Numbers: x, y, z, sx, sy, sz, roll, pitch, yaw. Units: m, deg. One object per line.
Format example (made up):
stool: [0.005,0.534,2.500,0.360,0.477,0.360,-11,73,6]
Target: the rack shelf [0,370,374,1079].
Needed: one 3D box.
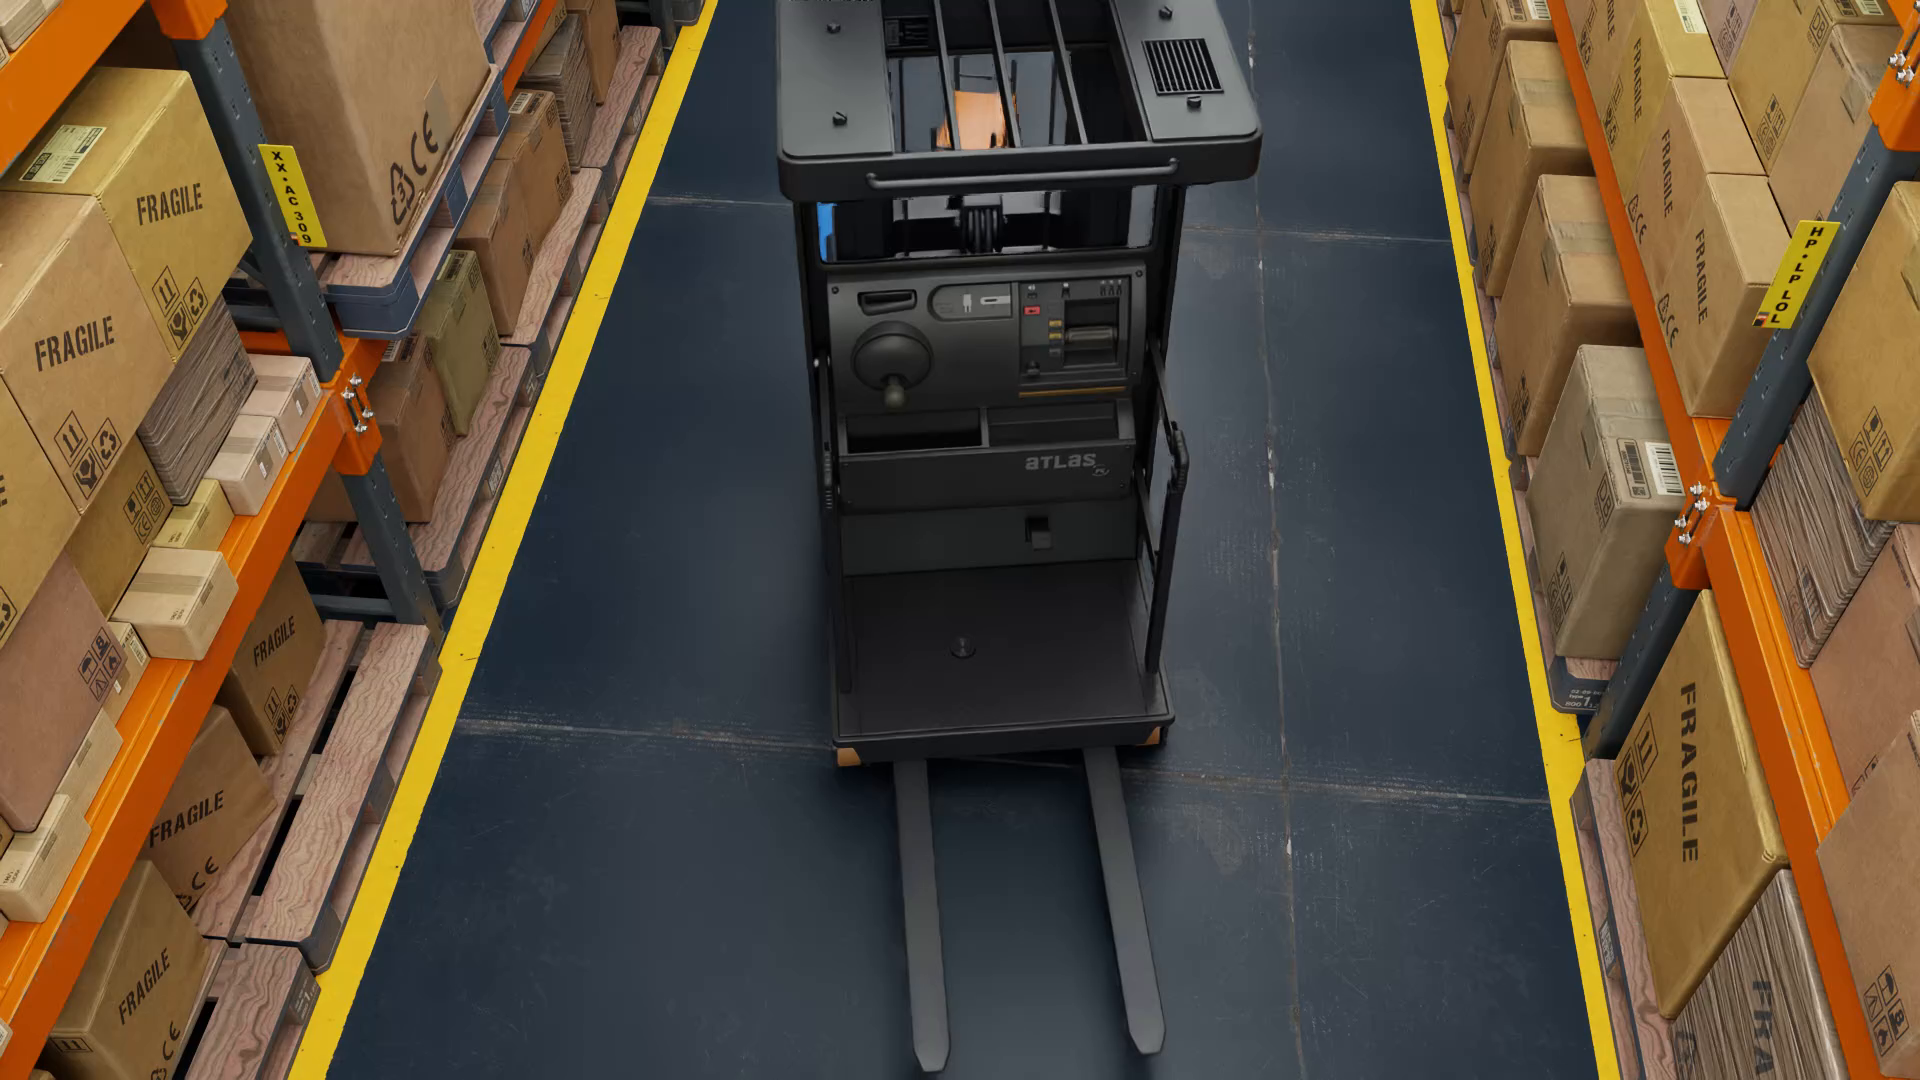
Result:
rack shelf: [-2.520,1.051,3.744,1.077,0.370,4.000,4,48,4]

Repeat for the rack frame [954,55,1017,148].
rack frame: [0.095,-1.423,6.738,0.240,1.200,0.015,7,48,7]

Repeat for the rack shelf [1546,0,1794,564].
rack shelf: [2.775,-1.481,6.059,1.077,0.370,4.000,4,48,4]

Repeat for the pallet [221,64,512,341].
pallet: [-2.123,-1.149,5.398,1.003,0.211,1.213,4,48,4]

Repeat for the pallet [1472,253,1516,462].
pallet: [2.696,-0.784,6.824,1.003,0.211,1.213,4,48,4]

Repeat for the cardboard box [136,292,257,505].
cardboard box: [-2.440,-0.469,4.377,0.875,0.500,0.500,4,48,4]

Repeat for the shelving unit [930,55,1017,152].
shelving unit: [0.052,-1.245,6.576,0.258,1.200,0.503,7,48,7]

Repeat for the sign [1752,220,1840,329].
sign: [2.051,-0.647,4.078,0.100,0.325,0.005,4,48,4]

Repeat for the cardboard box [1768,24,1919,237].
cardboard box: [2.632,-0.990,4.378,0.700,0.500,0.500,3,48,3]

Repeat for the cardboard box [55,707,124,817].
cardboard box: [-2.228,0.516,3.915,0.380,0.149,0.250,4,48,4]

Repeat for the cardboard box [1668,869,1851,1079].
cardboard box: [2.387,1.442,4.054,0.875,0.875,0.875,4,48,4]

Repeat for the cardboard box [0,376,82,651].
cardboard box: [-2.195,-0.049,3.315,0.500,0.500,0.500,4,48,4]

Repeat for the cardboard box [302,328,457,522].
cardboard box: [-2.260,-0.416,5.994,0.700,0.500,0.500,1,48,1]

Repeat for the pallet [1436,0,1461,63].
pallet: [3.030,-2.826,8.692,1.003,0.211,1.213,4,48,4]

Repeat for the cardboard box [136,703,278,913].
cardboard box: [-2.459,0.753,4.938,0.500,0.500,0.500,18,50,16]

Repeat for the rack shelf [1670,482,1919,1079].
rack shelf: [2.410,1.459,3.371,1.077,0.370,4.000,4,48,4]

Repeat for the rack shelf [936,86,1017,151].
rack shelf: [0.052,-1.511,6.286,0.258,0.148,0.480,7,48,7]

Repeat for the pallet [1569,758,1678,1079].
pallet: [2.445,1.241,4.972,1.003,0.211,1.213,4,48,4]

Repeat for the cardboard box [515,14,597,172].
cardboard box: [-2.052,-2.004,7.446,0.700,0.500,0.500,0,48,0]

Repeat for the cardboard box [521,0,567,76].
cardboard box: [-2.042,-2.274,7.185,0.500,0.250,0.500,9,48,8]

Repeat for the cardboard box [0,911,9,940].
cardboard box: [-2.315,0.881,3.582,0.380,0.149,0.250,4,48,4]

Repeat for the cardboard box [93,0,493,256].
cardboard box: [-2.126,-1.580,4.971,1.000,1.000,1.000,4,48,4]

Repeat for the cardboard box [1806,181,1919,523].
cardboard box: [2.525,-0.400,3.750,0.875,0.550,0.550,4,48,4]

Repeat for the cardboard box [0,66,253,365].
cardboard box: [-2.105,-0.784,3.987,0.500,0.500,0.500,4,48,4]

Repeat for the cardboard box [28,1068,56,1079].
cardboard box: [-2.532,1.622,4.144,0.500,0.500,0.500,8,48,7]

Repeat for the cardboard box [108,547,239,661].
cardboard box: [-2.091,0.155,4.246,0.380,0.149,0.250,4,48,4]

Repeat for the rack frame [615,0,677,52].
rack frame: [-1.973,-3.601,7.511,1.000,3.000,0.127,4,48,4]

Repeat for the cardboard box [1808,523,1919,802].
cardboard box: [2.543,0.373,3.774,0.875,0.550,0.550,4,48,4]

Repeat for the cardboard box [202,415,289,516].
cardboard box: [-2.097,-0.216,4.585,0.380,0.149,0.250,4,48,4]

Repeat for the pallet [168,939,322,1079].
pallet: [-2.472,1.674,4.576,1.003,0.211,1.213,4,48,4]

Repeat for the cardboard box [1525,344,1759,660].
cardboard box: [2.559,-0.098,5.547,1.050,0.750,0.750,4,48,3]

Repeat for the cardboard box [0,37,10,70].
cardboard box: [-2.177,-0.888,3.098,0.500,0.250,0.500,5,48,5]

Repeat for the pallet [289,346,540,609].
pallet: [-2.268,-0.293,6.375,1.003,0.211,1.213,4,48,4]

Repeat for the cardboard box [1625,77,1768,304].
cardboard box: [2.420,-1.060,5.119,0.500,0.500,0.500,3,48,3]

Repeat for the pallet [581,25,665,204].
pallet: [-2.046,-2.086,8.015,1.003,0.211,1.213,4,48,4]

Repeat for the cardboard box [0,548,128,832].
cardboard box: [-2.466,0.270,3.701,0.875,0.500,0.500,4,48,4]

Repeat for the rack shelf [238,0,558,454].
rack shelf: [-2.155,-1.888,6.432,1.077,0.370,4.000,4,48,4]

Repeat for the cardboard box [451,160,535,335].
cardboard box: [-2.147,-1.177,6.689,0.700,0.500,0.500,0,48,0]

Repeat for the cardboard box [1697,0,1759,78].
cardboard box: [2.723,-1.740,5.063,0.700,0.500,0.500,4,48,4]

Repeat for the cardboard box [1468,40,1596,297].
cardboard box: [2.736,-1.492,6.821,1.050,0.750,0.750,5,48,4]

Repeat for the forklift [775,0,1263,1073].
forklift: [0.103,-0.501,4.722,1.130,2.935,3.031,-4,48,-3]

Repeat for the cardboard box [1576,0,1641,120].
cardboard box: [2.510,-1.805,5.800,0.500,0.500,0.500,3,48,3]
